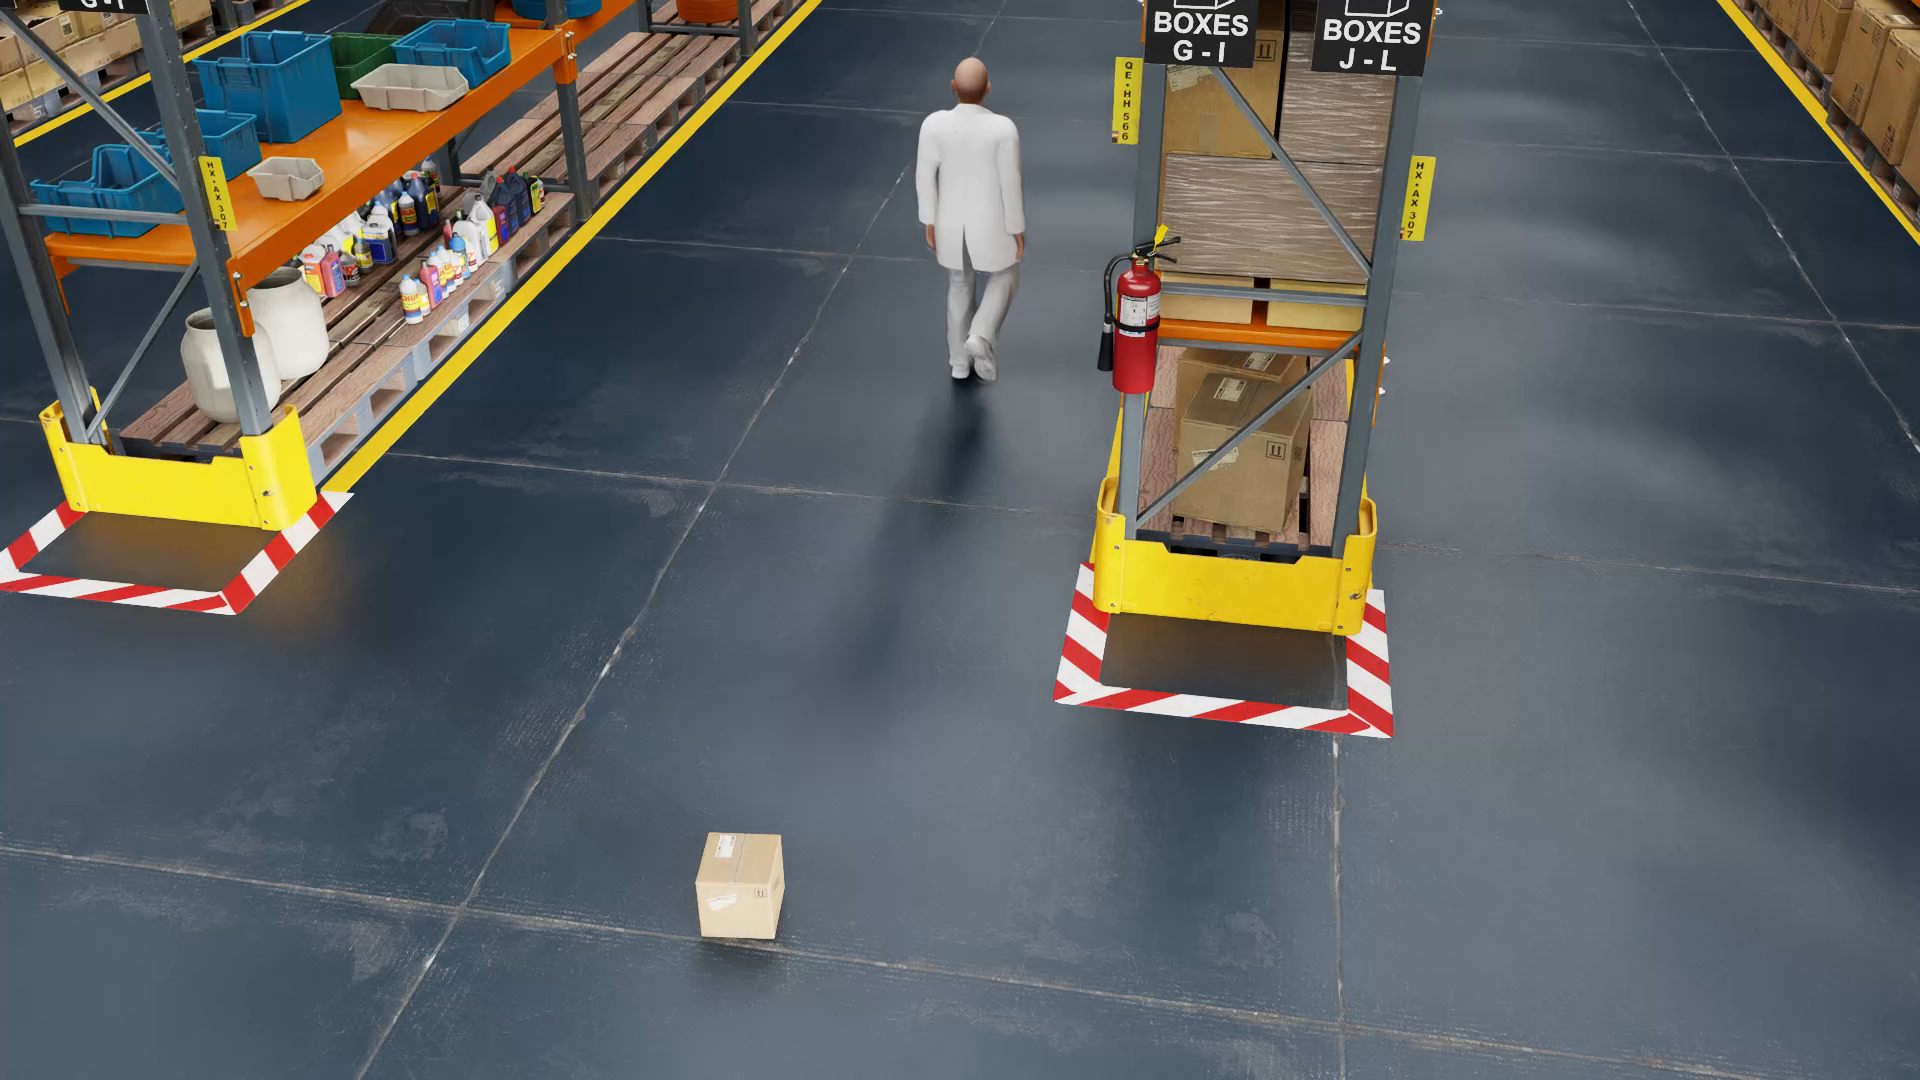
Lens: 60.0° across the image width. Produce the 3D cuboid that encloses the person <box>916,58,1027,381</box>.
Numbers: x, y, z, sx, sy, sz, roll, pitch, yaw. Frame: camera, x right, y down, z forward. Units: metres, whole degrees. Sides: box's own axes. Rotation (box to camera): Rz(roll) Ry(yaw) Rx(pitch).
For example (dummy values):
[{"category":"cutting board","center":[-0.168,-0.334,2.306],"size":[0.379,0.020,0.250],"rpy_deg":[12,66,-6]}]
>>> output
[{"category":"person","center":[0.071,-1.670,8.781],"size":[0.590,1.766,0.574],"rpy_deg":[9,33,13]}]
